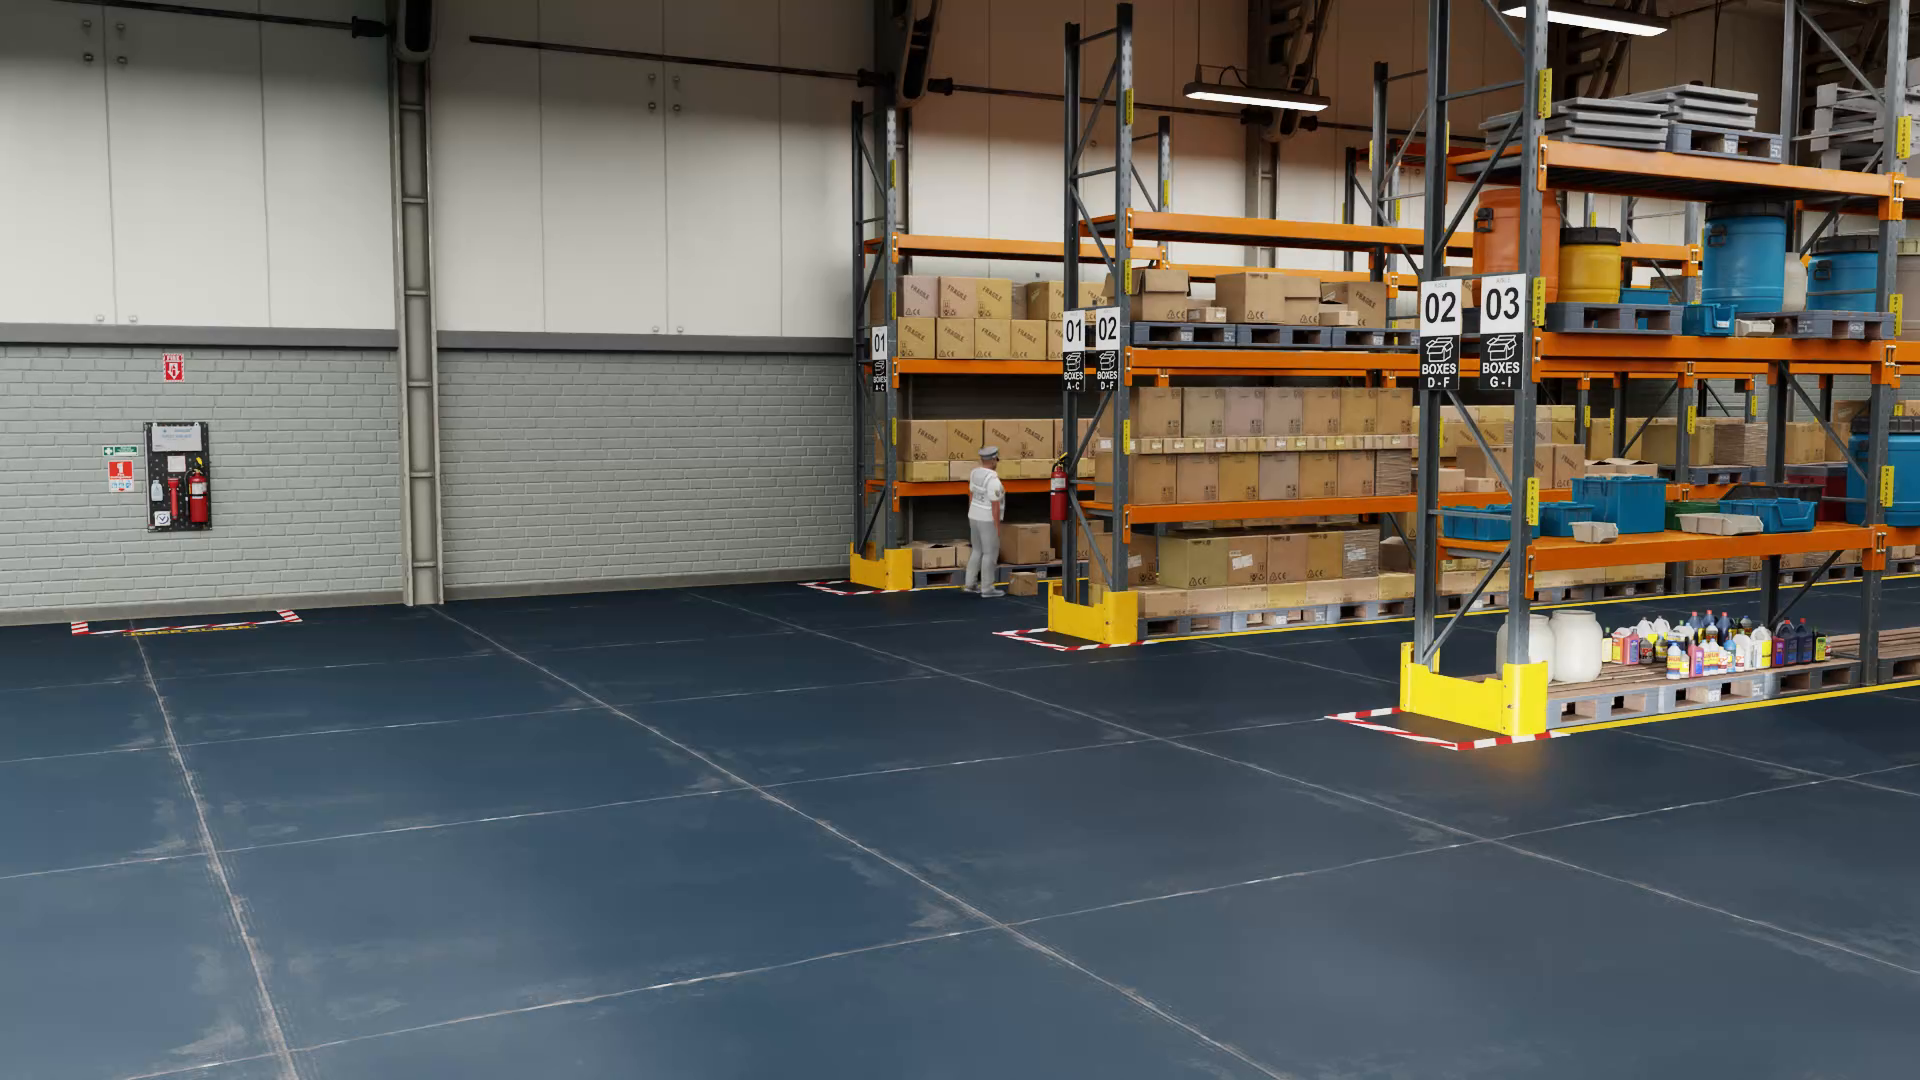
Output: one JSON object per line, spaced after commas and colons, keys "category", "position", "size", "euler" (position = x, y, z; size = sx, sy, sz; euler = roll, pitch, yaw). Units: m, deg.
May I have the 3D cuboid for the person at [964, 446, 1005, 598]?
{"category": "person", "position": [0.307, -0.220, 19.559], "size": [0.397, 1.774, 0.643], "euler": [-3, 6, -27]}
